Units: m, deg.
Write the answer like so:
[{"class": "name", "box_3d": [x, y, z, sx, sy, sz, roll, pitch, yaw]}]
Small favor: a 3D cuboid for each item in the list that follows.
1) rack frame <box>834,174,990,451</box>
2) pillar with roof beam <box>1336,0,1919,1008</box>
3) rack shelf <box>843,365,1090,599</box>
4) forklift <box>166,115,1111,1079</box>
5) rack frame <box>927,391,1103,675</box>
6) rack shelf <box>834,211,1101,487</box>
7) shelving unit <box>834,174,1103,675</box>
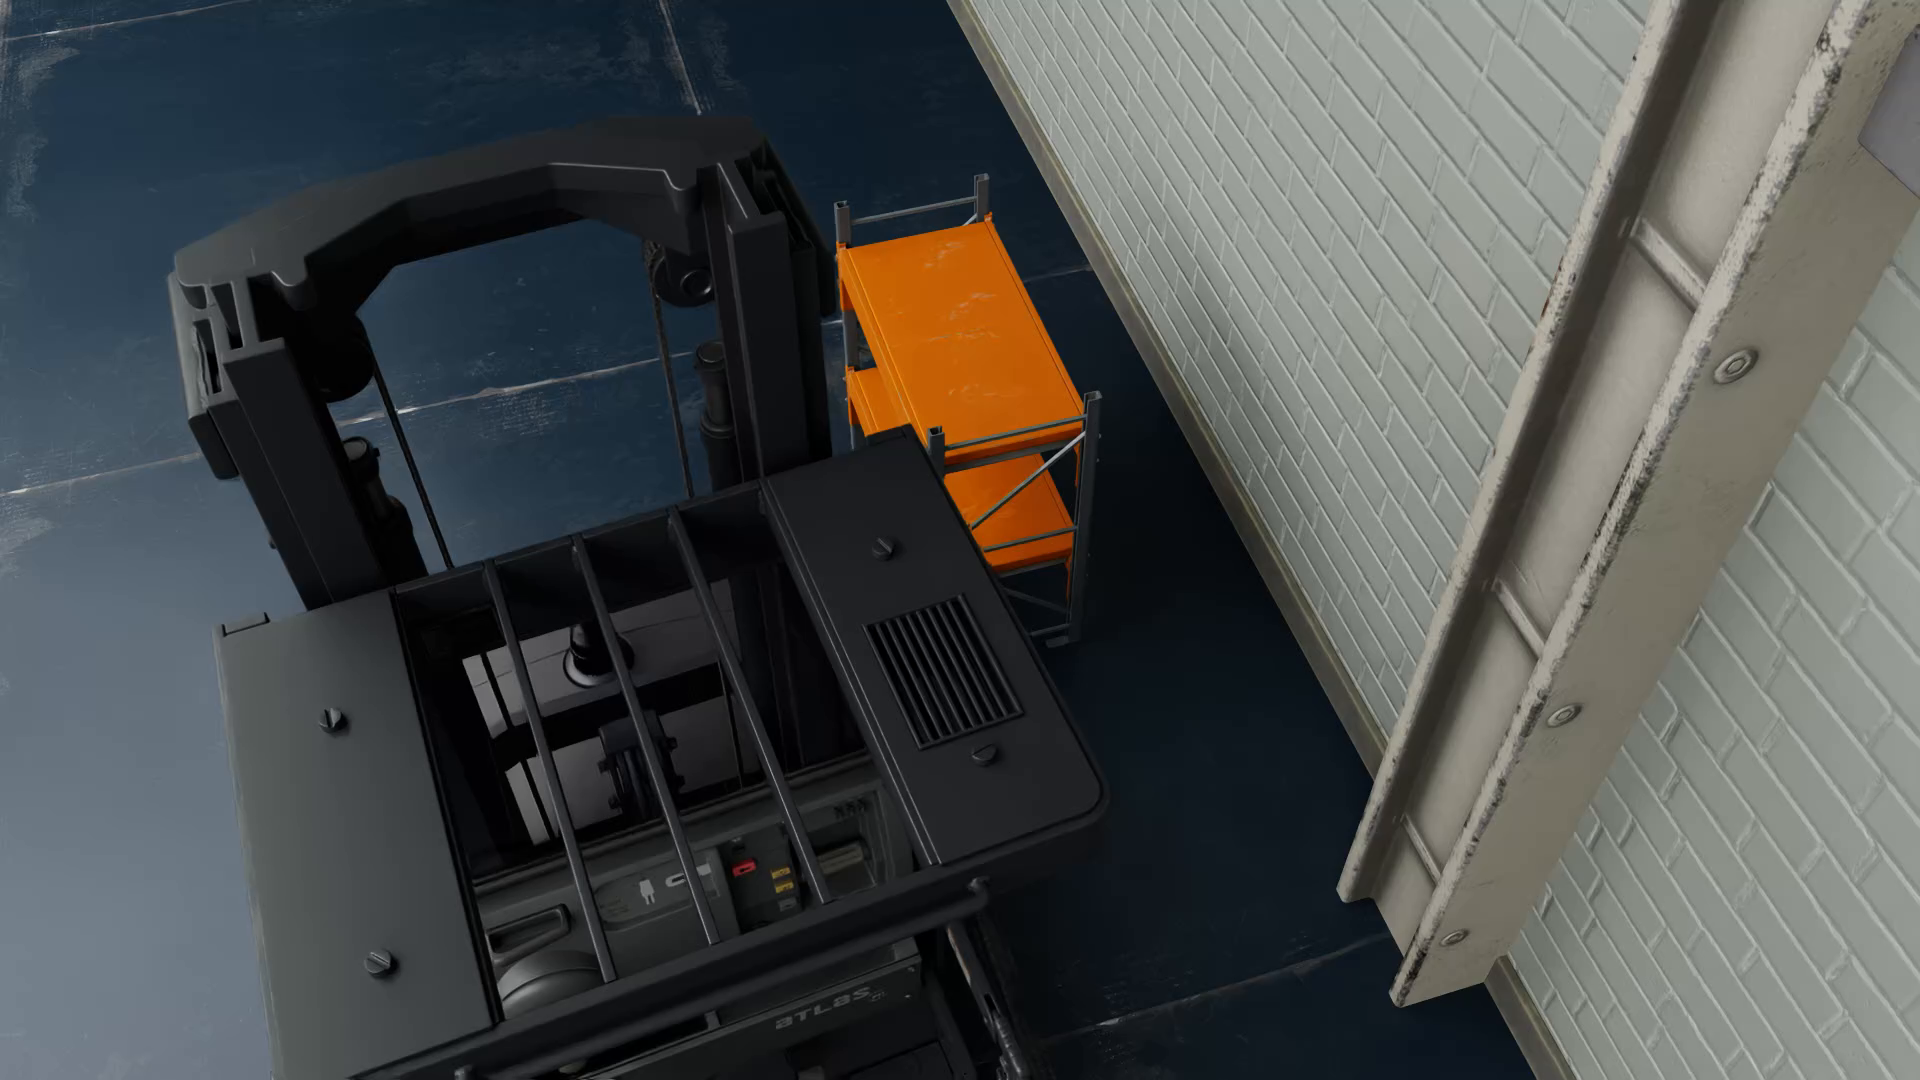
[{"class": "rack frame", "box_3d": [-0.148, -0.729, 5.629, 0.500, 1.125, 0.032, -13, 51, -11]}, {"class": "pillar with roof beam", "box_3d": [-2.803, -0.798, 0.537, 9.100, 9.000, 0.400, -13, 51, -11]}, {"class": "rack shelf", "box_3d": [0.002, -0.200, 5.503, 0.538, 0.278, 1.000, -13, 51, -11]}, {"class": "forklift", "box_3d": [-0.460, 0.848, 3.118, 1.130, 2.935, 3.031, -17, 52, -14]}, {"class": "rack frame", "box_3d": [0.152, 0.014, 5.003, 0.500, 1.125, 0.032, -13, 51, -11]}, {"class": "rack shelf", "box_3d": [0.002, -0.546, 5.092, 0.538, 0.278, 1.000, -13, 51, -11]}, {"class": "shelving unit", "box_3d": [0.002, -0.358, 5.316, 0.538, 1.125, 1.048, -13, 51, -11]}]
